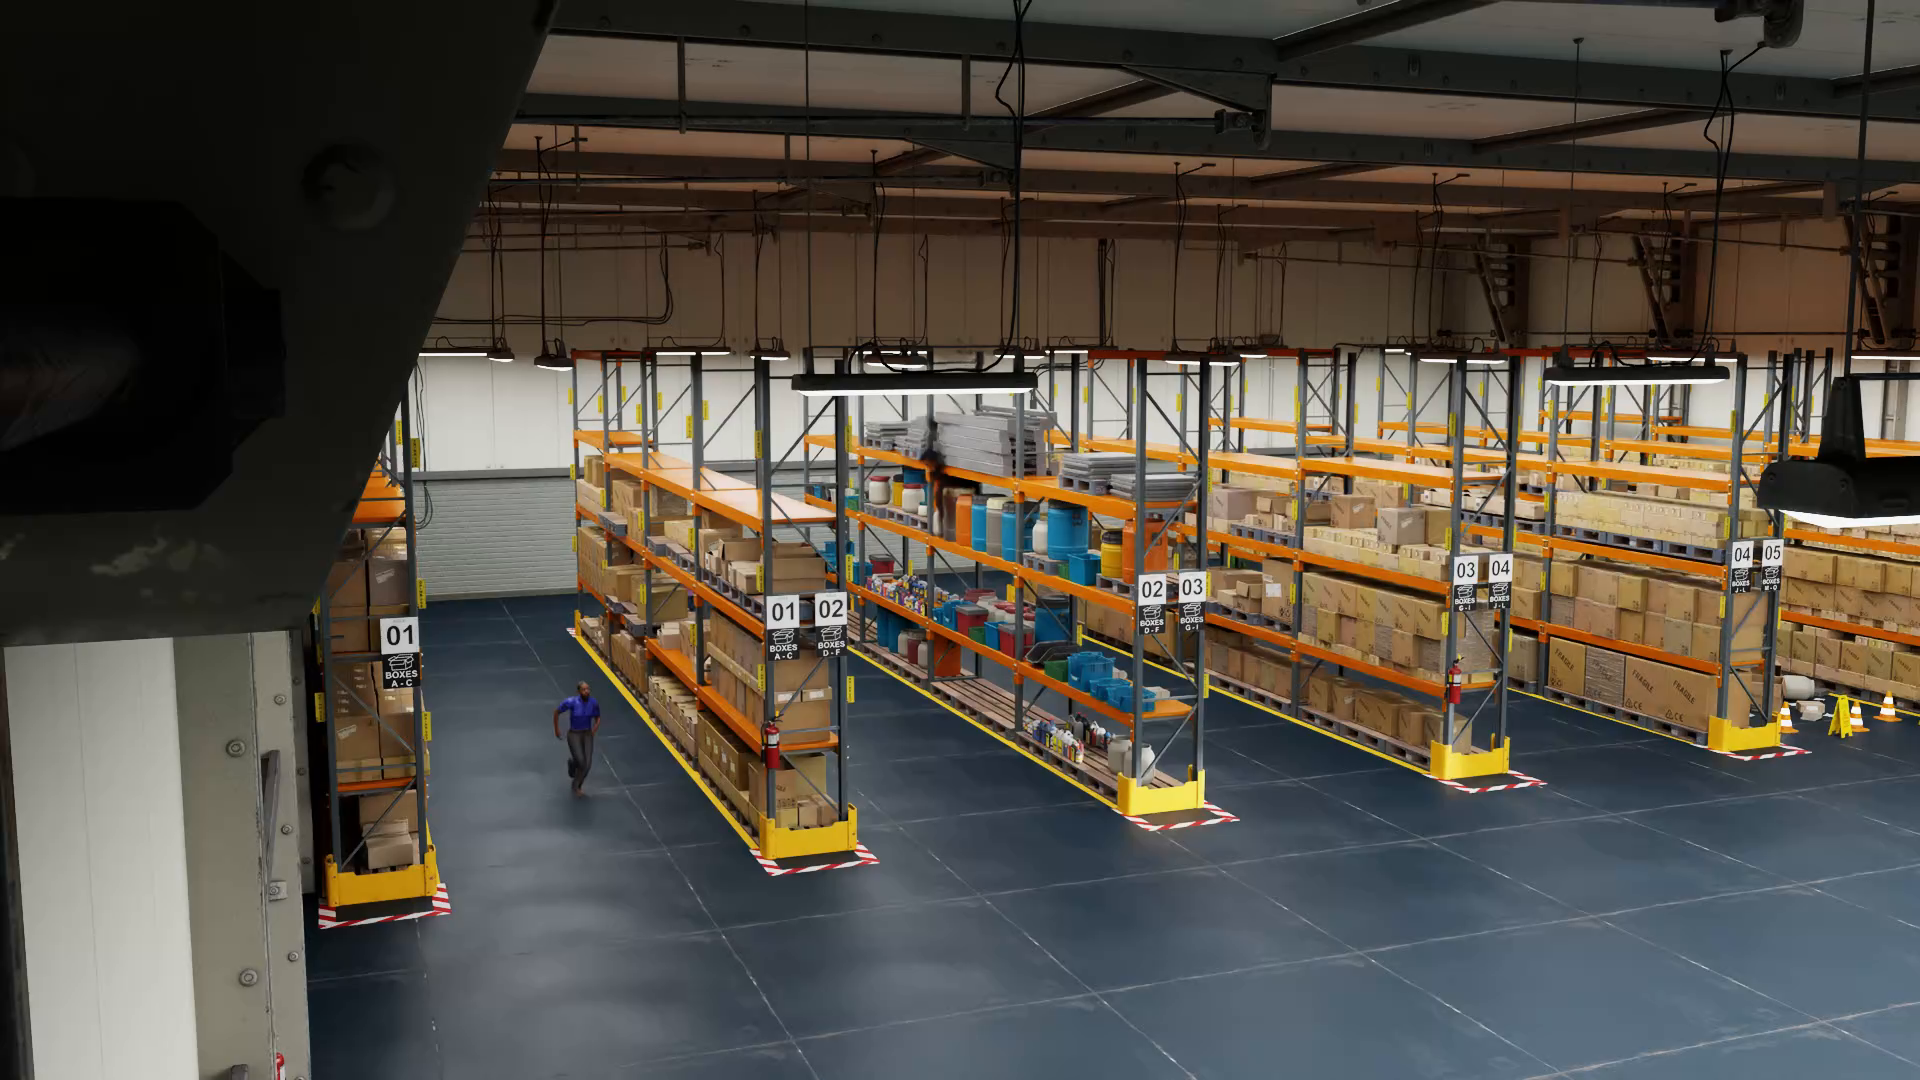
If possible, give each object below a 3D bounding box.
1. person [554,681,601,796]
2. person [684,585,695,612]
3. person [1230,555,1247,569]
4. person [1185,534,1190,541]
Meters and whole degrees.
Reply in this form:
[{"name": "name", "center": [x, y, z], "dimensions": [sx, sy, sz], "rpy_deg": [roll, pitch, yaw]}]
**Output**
[{"name": "person", "center": [-5.215, 2.724, 22.832], "dimensions": [0.615, 1.606, 0.643], "rpy_deg": [-5, 9, -34]}, {"name": "person", "center": [-5.773, 1.184, 35.370], "dimensions": [0.560, 1.546, 0.588], "rpy_deg": [-7, 10, -45]}, {"name": "person", "center": [7.094, 0.163, 42.468], "dimensions": [0.655, 1.775, 0.948], "rpy_deg": [7, 10, 44]}, {"name": "person", "center": [5.151, 0.687, 38.412], "dimensions": [0.652, 1.838, 0.747], "rpy_deg": [-2, 7, -13]}]
